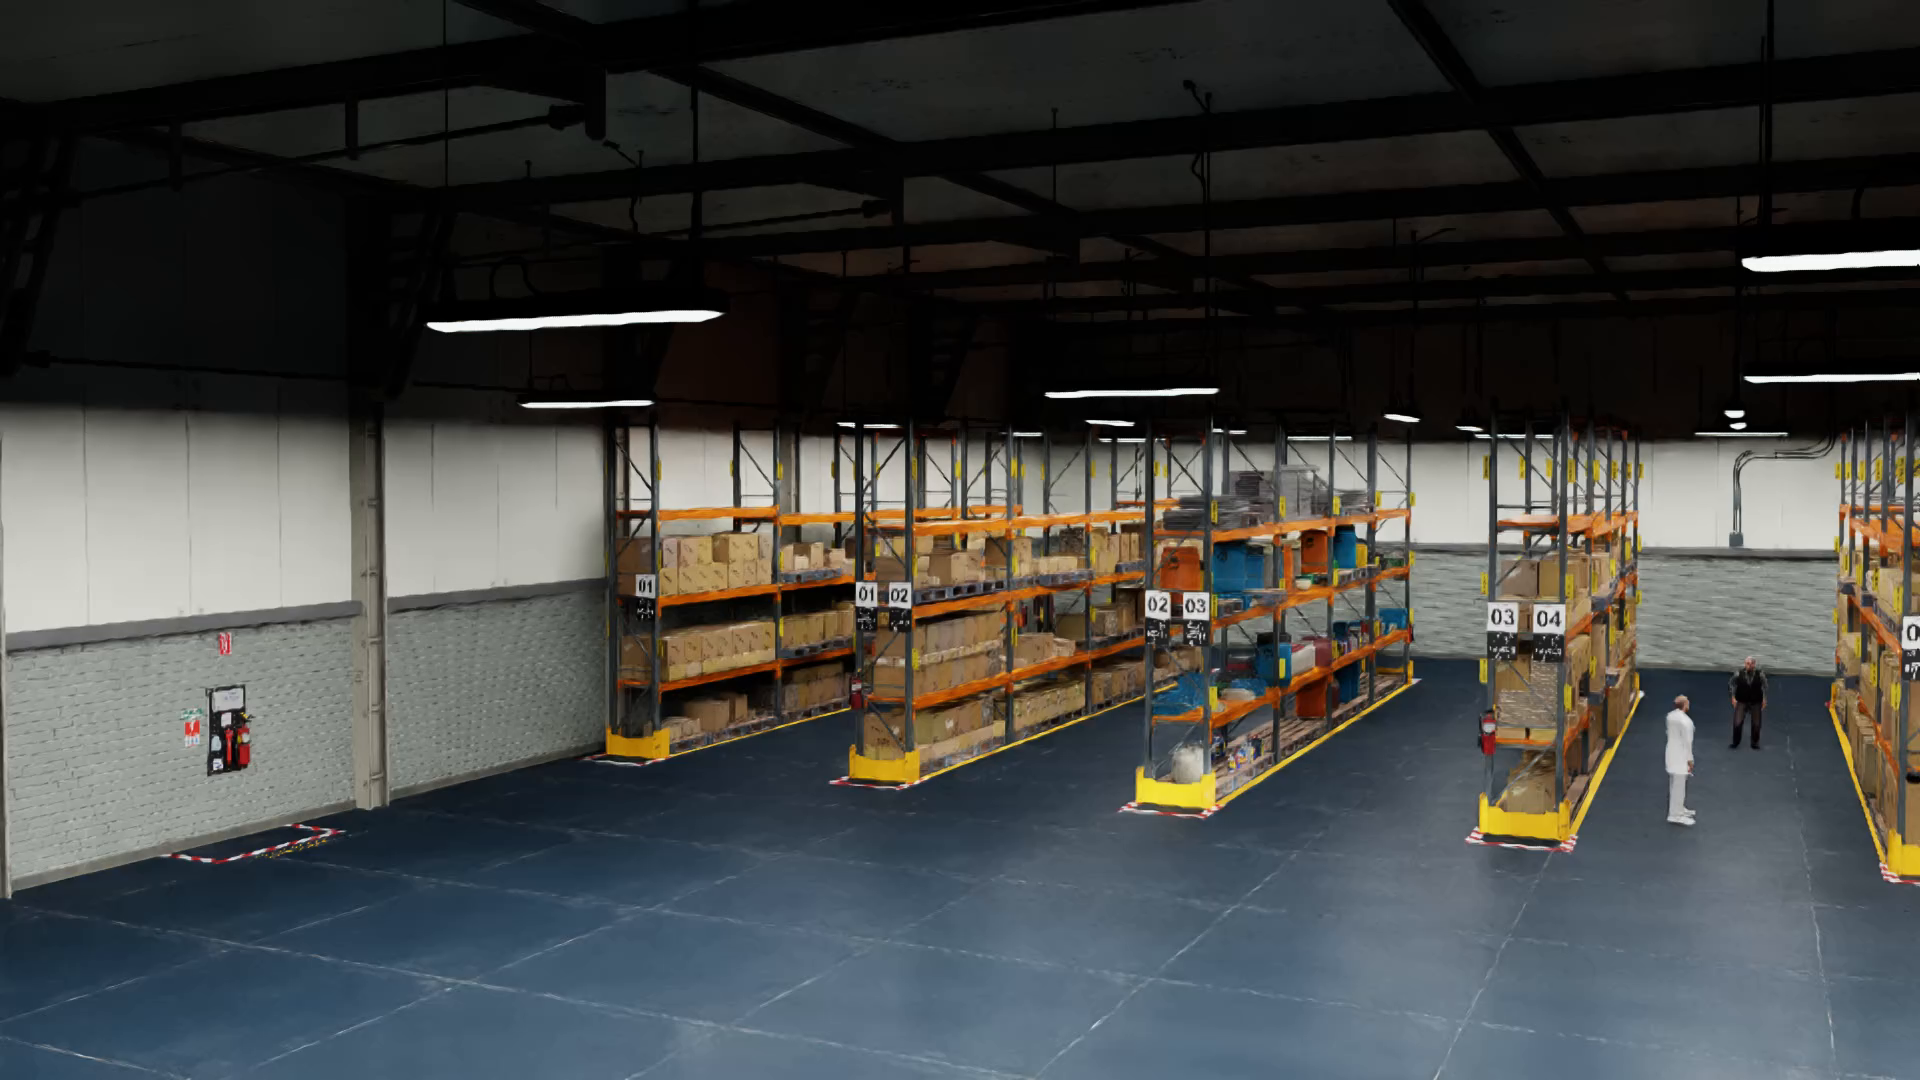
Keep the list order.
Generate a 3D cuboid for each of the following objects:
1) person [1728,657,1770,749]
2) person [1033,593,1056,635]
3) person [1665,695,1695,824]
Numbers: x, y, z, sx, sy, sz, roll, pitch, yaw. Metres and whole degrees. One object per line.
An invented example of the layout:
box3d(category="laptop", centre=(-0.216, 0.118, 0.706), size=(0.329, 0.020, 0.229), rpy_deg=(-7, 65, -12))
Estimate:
box3d(category="person", centre=(14.155, 2.917, 29.867), size=(0.663, 1.671, 0.534), rpy_deg=(1, 3, 23))
box3d(category="person", centre=(2.476, 2.117, 47.261), size=(0.788, 1.765, 0.640), rpy_deg=(-1, 3, -17))
box3d(category="person", centre=(10.292, 3.096, 23.660), size=(0.522, 1.787, 0.654), rpy_deg=(0, 2, -2))
